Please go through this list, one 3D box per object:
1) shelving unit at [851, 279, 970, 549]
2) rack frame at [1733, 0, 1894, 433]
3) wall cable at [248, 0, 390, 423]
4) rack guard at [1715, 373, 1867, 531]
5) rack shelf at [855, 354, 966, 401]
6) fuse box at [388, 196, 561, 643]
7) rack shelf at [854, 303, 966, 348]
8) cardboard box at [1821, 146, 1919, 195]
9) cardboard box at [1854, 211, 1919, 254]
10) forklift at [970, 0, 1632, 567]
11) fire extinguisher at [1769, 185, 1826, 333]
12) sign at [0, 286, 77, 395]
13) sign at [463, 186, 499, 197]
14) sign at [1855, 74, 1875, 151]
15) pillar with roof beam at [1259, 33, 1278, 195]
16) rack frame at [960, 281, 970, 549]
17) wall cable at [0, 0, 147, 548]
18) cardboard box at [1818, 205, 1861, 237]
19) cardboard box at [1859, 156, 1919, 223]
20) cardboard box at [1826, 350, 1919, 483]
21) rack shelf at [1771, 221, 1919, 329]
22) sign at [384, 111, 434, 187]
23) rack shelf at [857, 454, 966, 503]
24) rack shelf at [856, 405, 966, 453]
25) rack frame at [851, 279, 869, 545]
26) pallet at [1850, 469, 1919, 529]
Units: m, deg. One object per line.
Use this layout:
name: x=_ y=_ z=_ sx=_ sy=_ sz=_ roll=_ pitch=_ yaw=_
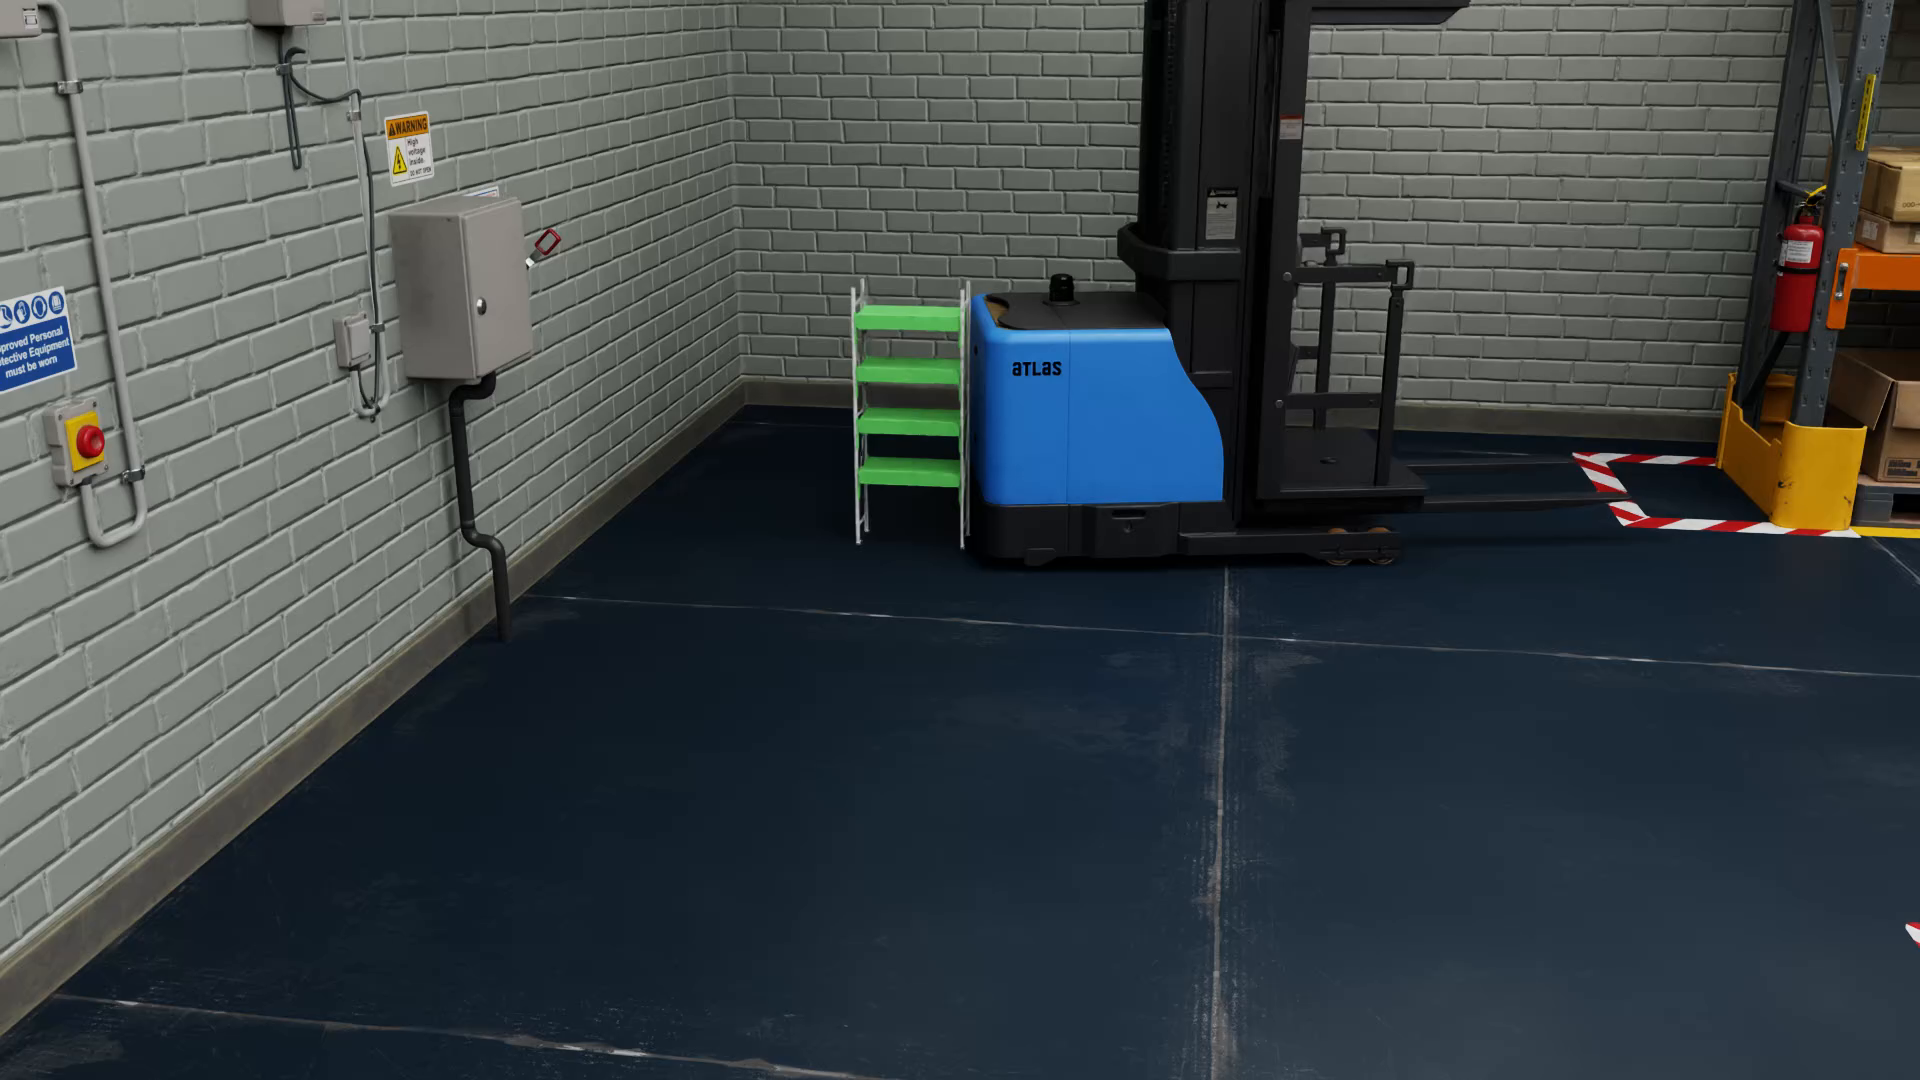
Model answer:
shelving unit: x=-0.218 y=-0.575 z=7.629 sx=0.503 sy=1.200 sz=0.258 roll=2 pitch=19 yaw=7
rack frame: x=4.105 y=-1.658 z=8.032 sx=0.127 sy=3.000 sz=1.000 roll=3 pitch=19 yaw=9
wall cable: x=-2.036 y=-1.306 z=5.379 sx=0.122 sy=1.984 sz=0.588 roll=3 pitch=19 yaw=9
rack guard: x=4.180 y=-0.469 z=8.417 sx=0.348 sy=0.500 sz=1.175 roll=3 pitch=19 yaw=9
rack shelf: x=-0.218 y=-0.742 z=7.573 sx=0.480 sy=0.148 sz=0.258 roll=2 pitch=19 yaw=7
fuse box: x=-1.772 y=-0.419 z=6.360 sx=0.414 sy=1.711 sz=0.539 roll=3 pitch=19 yaw=9
rack shelf: x=-0.218 y=-0.969 z=7.497 sx=0.480 sy=0.148 sz=0.258 roll=2 pitch=19 yaw=7
cardboard box: x=4.601 y=-1.788 z=8.188 sx=0.500 sy=0.250 sz=0.500 roll=3 pitch=19 yaw=10
cardboard box: x=4.386 y=-1.437 z=7.766 sx=0.250 sy=0.149 sz=0.380 roll=3 pitch=19 yaw=8
forklift: x=1.572 y=-1.441 z=7.490 sx=3.031 sy=2.935 sz=1.130 roll=-1 pitch=19 yaw=-4
fire extinguisher: x=3.886 y=-1.307 z=7.693 sx=0.183 sy=0.674 sz=0.296 roll=3 pitch=19 yaw=9
sign: x=-2.318 y=-0.496 z=4.131 sx=0.001 sy=0.218 sz=0.327 roll=3 pitch=19 yaw=9
sign: x=-1.899 y=-1.150 z=6.664 sx=0.001 sy=0.494 sz=0.329 roll=3 pitch=19 yaw=9
sign: x=4.019 y=-1.899 z=7.387 sx=0.005 sy=0.325 sz=0.100 roll=3 pitch=19 yaw=9
pillar with roof beam: x=0.903 y=-3.573 z=4.299 sx=0.400 sy=9.000 sz=9.100 roll=3 pitch=19 yaw=9
rack frame: x=0.024 y=-0.565 z=7.600 sx=0.015 sy=1.200 sz=0.240 roll=2 pitch=19 yaw=7
wall cable: x=-2.250 y=-0.876 z=4.044 sx=0.123 sy=1.953 sz=0.585 roll=3 pitch=19 yaw=9
cardboard box: x=4.475 y=-1.607 z=8.273 sx=0.250 sy=0.149 sz=0.380 roll=3 pitch=19 yaw=8
cardboard box: x=4.510 y=-1.621 z=7.688 sx=0.500 sy=0.250 sz=0.500 roll=3 pitch=19 yaw=9
cardboard box: x=4.694 y=-0.613 z=8.181 sx=0.637 sy=0.503 sz=0.797 roll=2 pitch=19 yaw=6
rack shelf: x=6.080 y=-1.217 z=7.845 sx=4.000 sy=0.370 sz=1.077 roll=3 pitch=19 yaw=9
sign: x=-1.986 y=-1.415 z=6.004 sx=0.001 sy=0.242 sz=0.339 roll=3 pitch=19 yaw=9
rack shelf: x=-0.218 y=-0.286 z=7.726 sx=0.480 sy=0.148 sz=0.258 roll=2 pitch=19 yaw=7
rack shelf: x=-0.218 y=-0.514 z=7.650 sx=0.480 sy=0.148 sz=0.258 roll=2 pitch=19 yaw=7
rack frame: x=-0.460 y=-0.584 z=7.659 sx=0.015 sy=1.200 sz=0.240 roll=2 pitch=19 yaw=7
pallet: x=4.967 y=-0.292 z=8.344 sx=1.213 sy=0.211 sz=1.003 roll=3 pitch=19 yaw=9
